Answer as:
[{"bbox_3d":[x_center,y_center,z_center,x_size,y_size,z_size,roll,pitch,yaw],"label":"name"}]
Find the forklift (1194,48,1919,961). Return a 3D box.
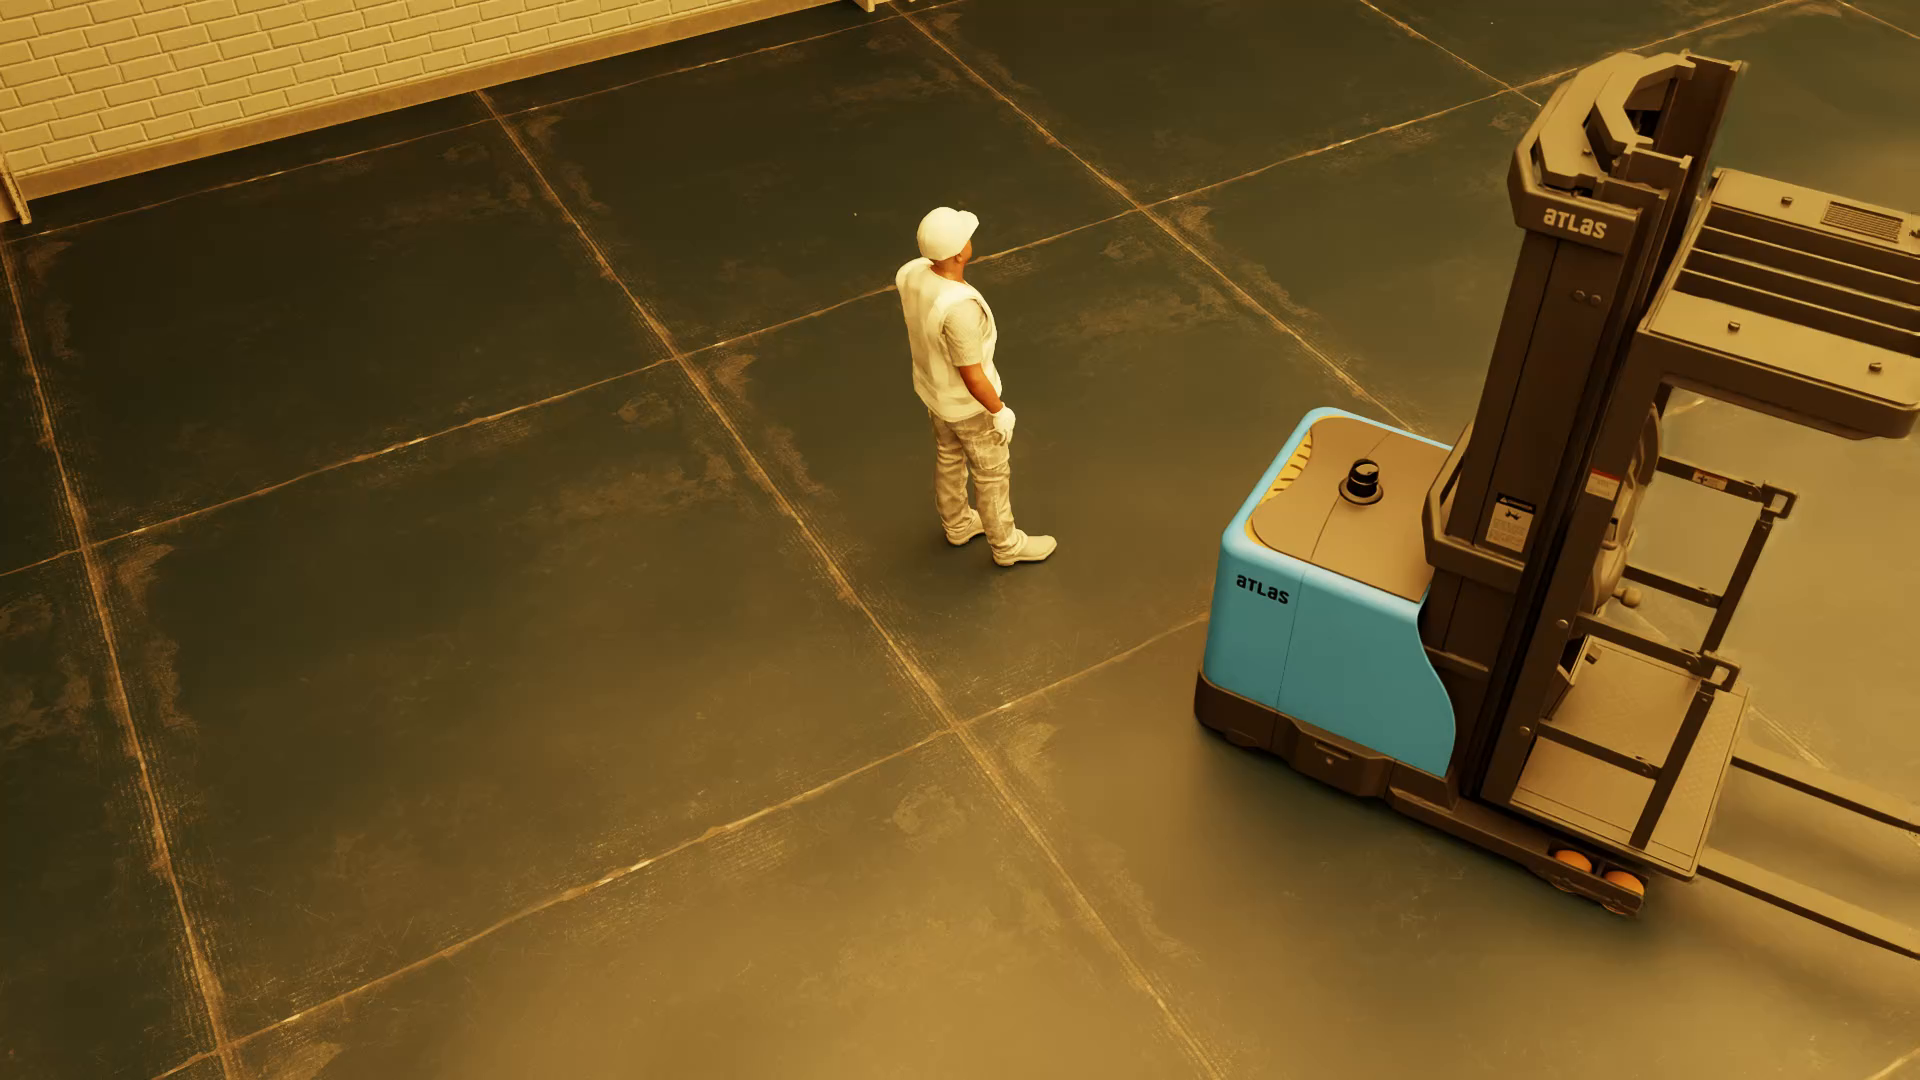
[{"bbox_3d":[2.513,-0.071,5.775,3.031,2.935,1.130,22,47,22],"label":"forklift"}]

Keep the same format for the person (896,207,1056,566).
[{"bbox_3d":[0.066,-0.678,7.263,0.577,1.781,0.656,-21,47,-21],"label":"person"}]
